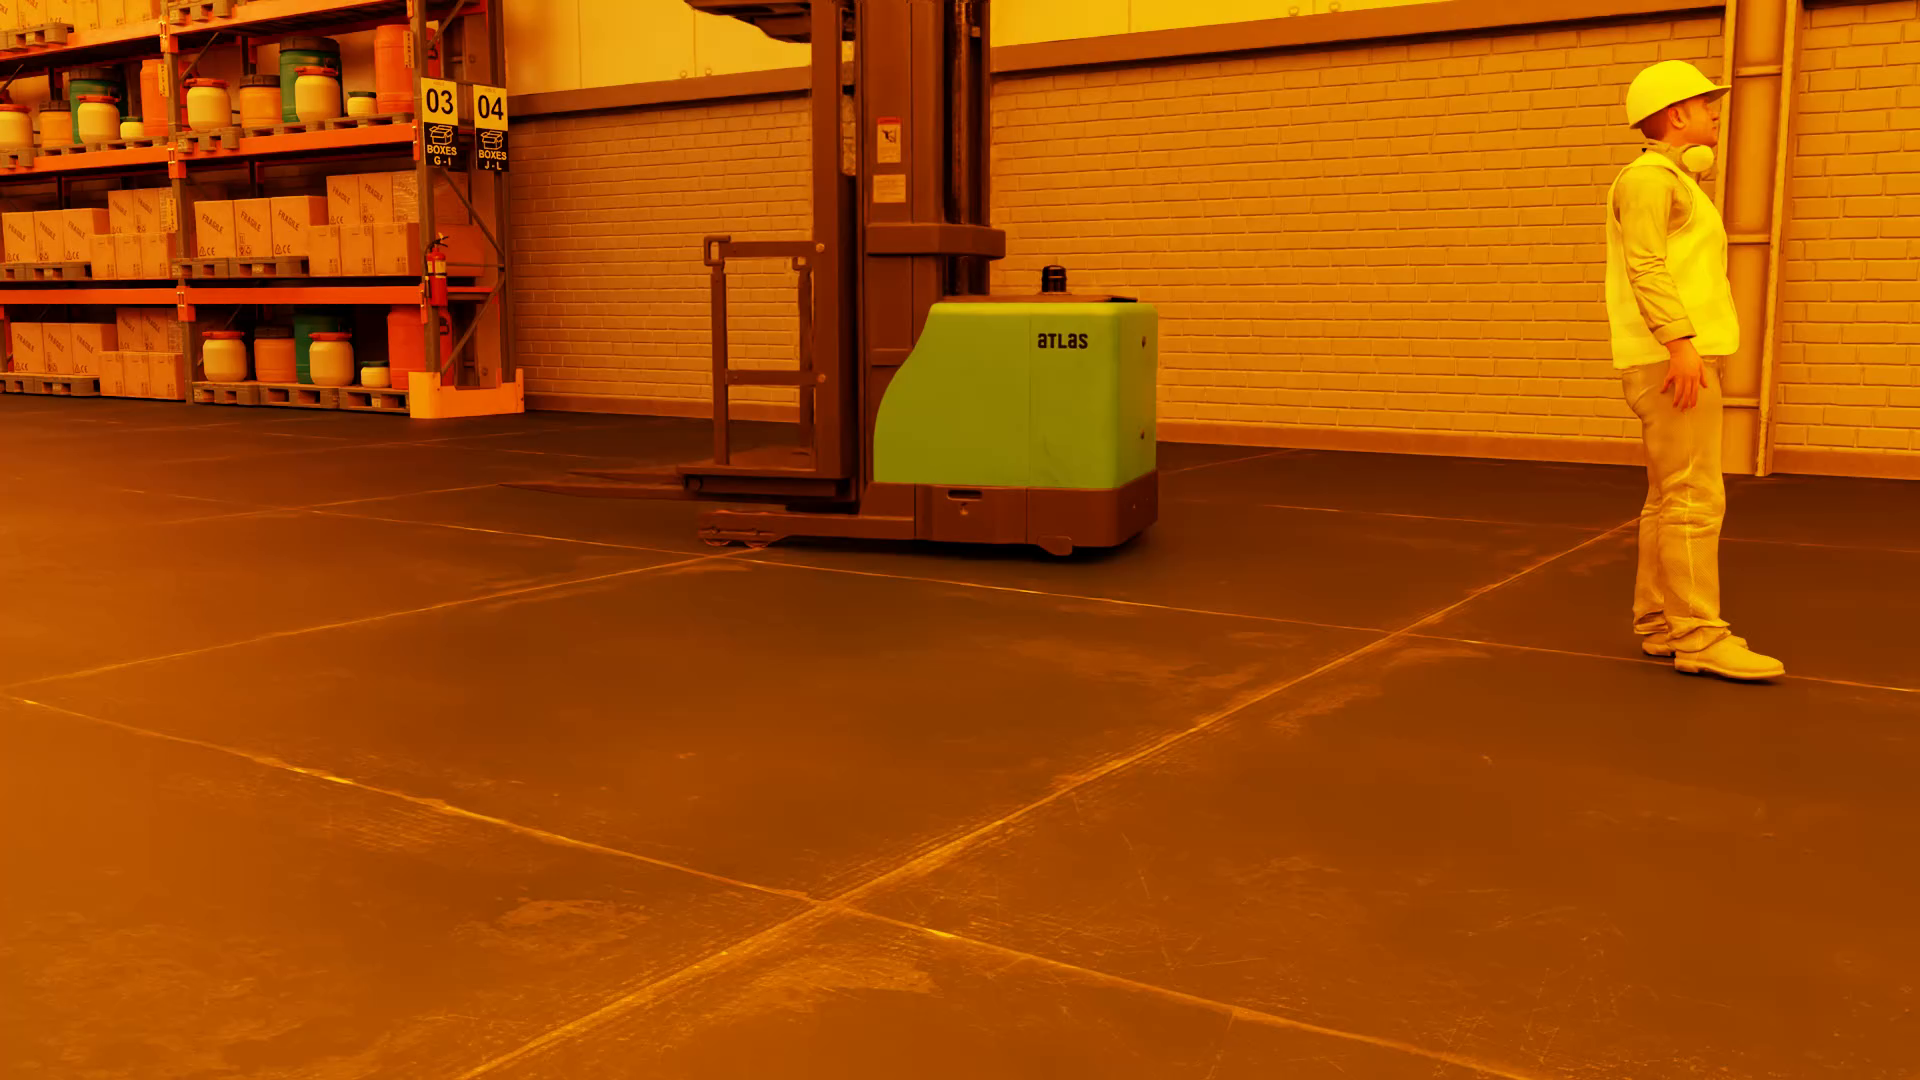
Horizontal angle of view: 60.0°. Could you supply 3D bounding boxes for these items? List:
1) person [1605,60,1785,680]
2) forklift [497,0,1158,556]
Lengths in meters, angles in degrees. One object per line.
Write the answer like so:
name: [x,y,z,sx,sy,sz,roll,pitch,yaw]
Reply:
person: [2.207,-0.525,4.946,0.565,1.776,0.634,4,9,27]
forklift: [-0.655,-1.479,7.592,3.031,2.935,1.130,2,8,17]
